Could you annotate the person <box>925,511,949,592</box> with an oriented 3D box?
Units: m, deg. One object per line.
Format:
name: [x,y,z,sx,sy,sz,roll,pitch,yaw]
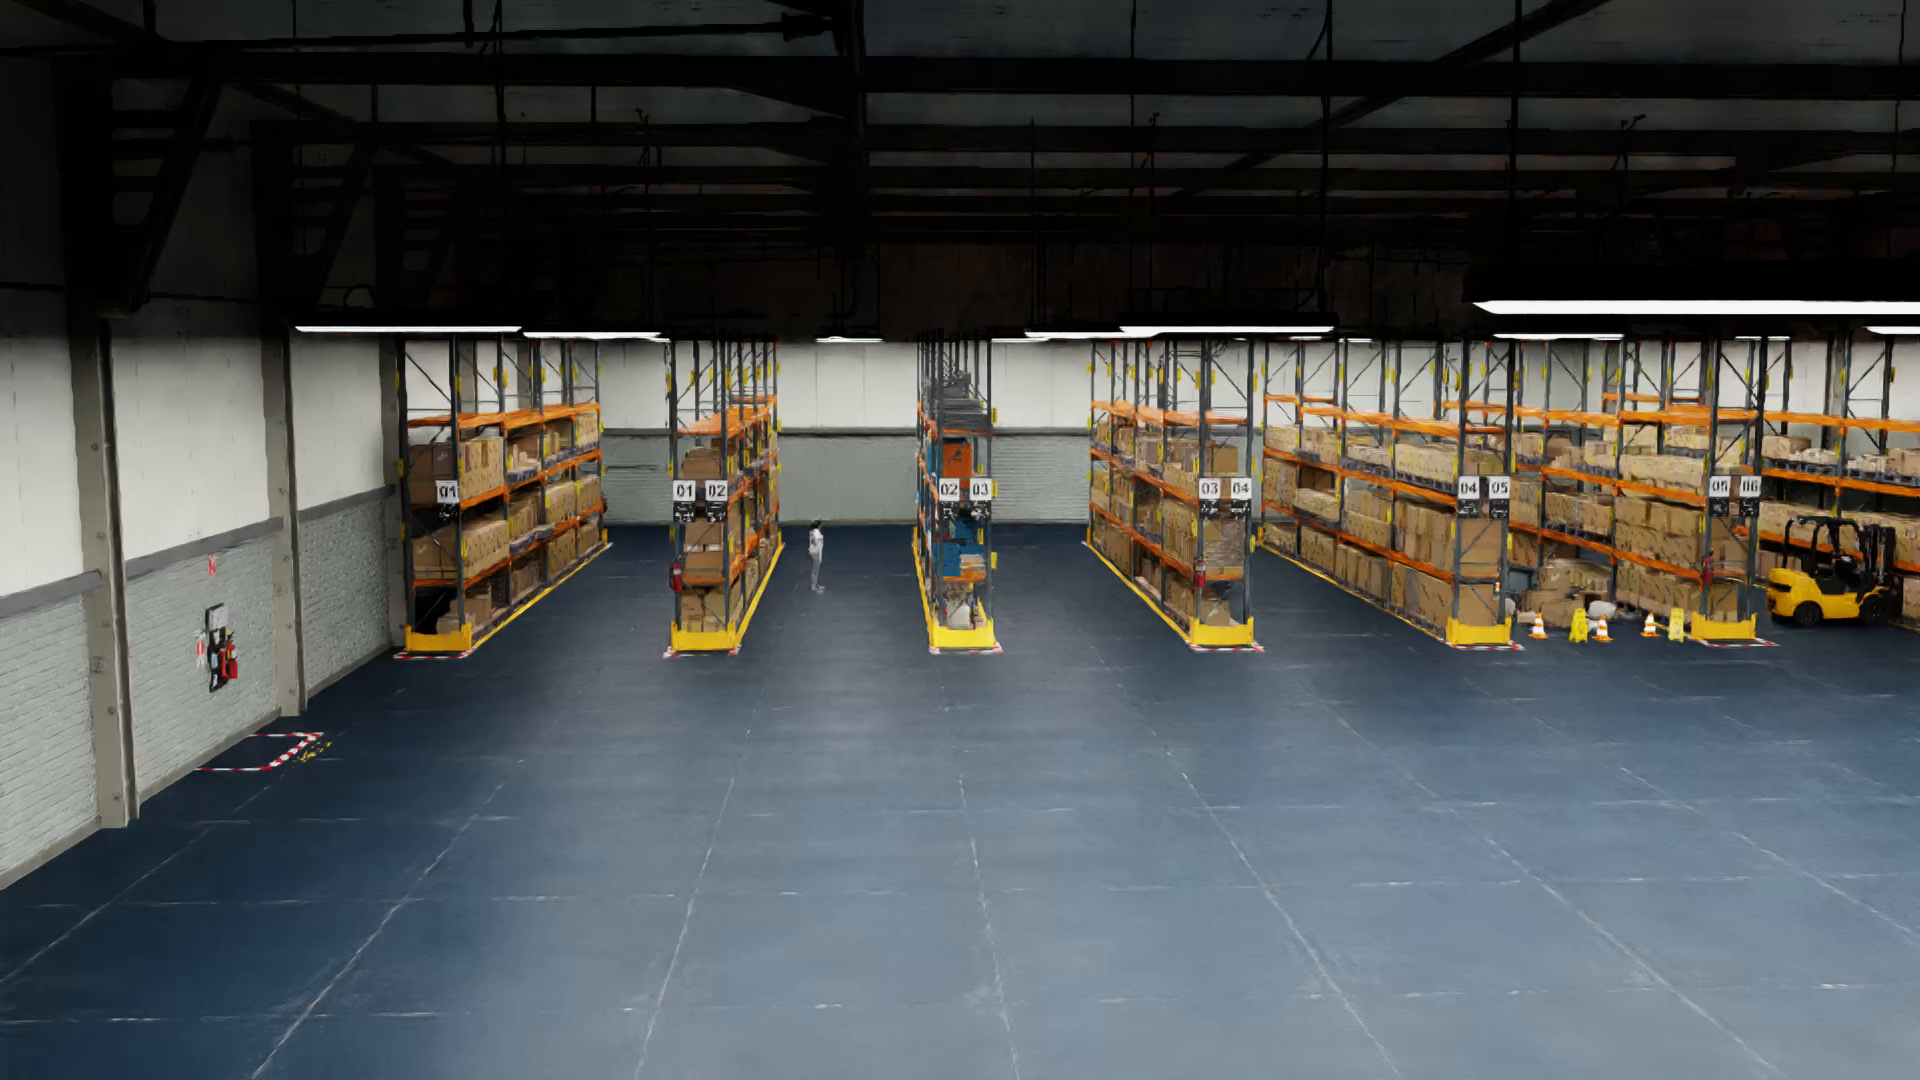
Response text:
person: [-0.497,0.243,36.421,0.486,1.776,0.585,-1,7,-10]

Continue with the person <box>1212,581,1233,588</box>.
person: [6.150,0.250,39.155,0.598,1.698,1.193,0,7,-1]

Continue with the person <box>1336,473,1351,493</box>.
person: [12.098,-1.334,52.443,0.587,1.776,0.576,4,8,32]

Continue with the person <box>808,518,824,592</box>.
person: [-3.341,0.340,38.526,0.344,1.684,0.552,-4,8,-27]
